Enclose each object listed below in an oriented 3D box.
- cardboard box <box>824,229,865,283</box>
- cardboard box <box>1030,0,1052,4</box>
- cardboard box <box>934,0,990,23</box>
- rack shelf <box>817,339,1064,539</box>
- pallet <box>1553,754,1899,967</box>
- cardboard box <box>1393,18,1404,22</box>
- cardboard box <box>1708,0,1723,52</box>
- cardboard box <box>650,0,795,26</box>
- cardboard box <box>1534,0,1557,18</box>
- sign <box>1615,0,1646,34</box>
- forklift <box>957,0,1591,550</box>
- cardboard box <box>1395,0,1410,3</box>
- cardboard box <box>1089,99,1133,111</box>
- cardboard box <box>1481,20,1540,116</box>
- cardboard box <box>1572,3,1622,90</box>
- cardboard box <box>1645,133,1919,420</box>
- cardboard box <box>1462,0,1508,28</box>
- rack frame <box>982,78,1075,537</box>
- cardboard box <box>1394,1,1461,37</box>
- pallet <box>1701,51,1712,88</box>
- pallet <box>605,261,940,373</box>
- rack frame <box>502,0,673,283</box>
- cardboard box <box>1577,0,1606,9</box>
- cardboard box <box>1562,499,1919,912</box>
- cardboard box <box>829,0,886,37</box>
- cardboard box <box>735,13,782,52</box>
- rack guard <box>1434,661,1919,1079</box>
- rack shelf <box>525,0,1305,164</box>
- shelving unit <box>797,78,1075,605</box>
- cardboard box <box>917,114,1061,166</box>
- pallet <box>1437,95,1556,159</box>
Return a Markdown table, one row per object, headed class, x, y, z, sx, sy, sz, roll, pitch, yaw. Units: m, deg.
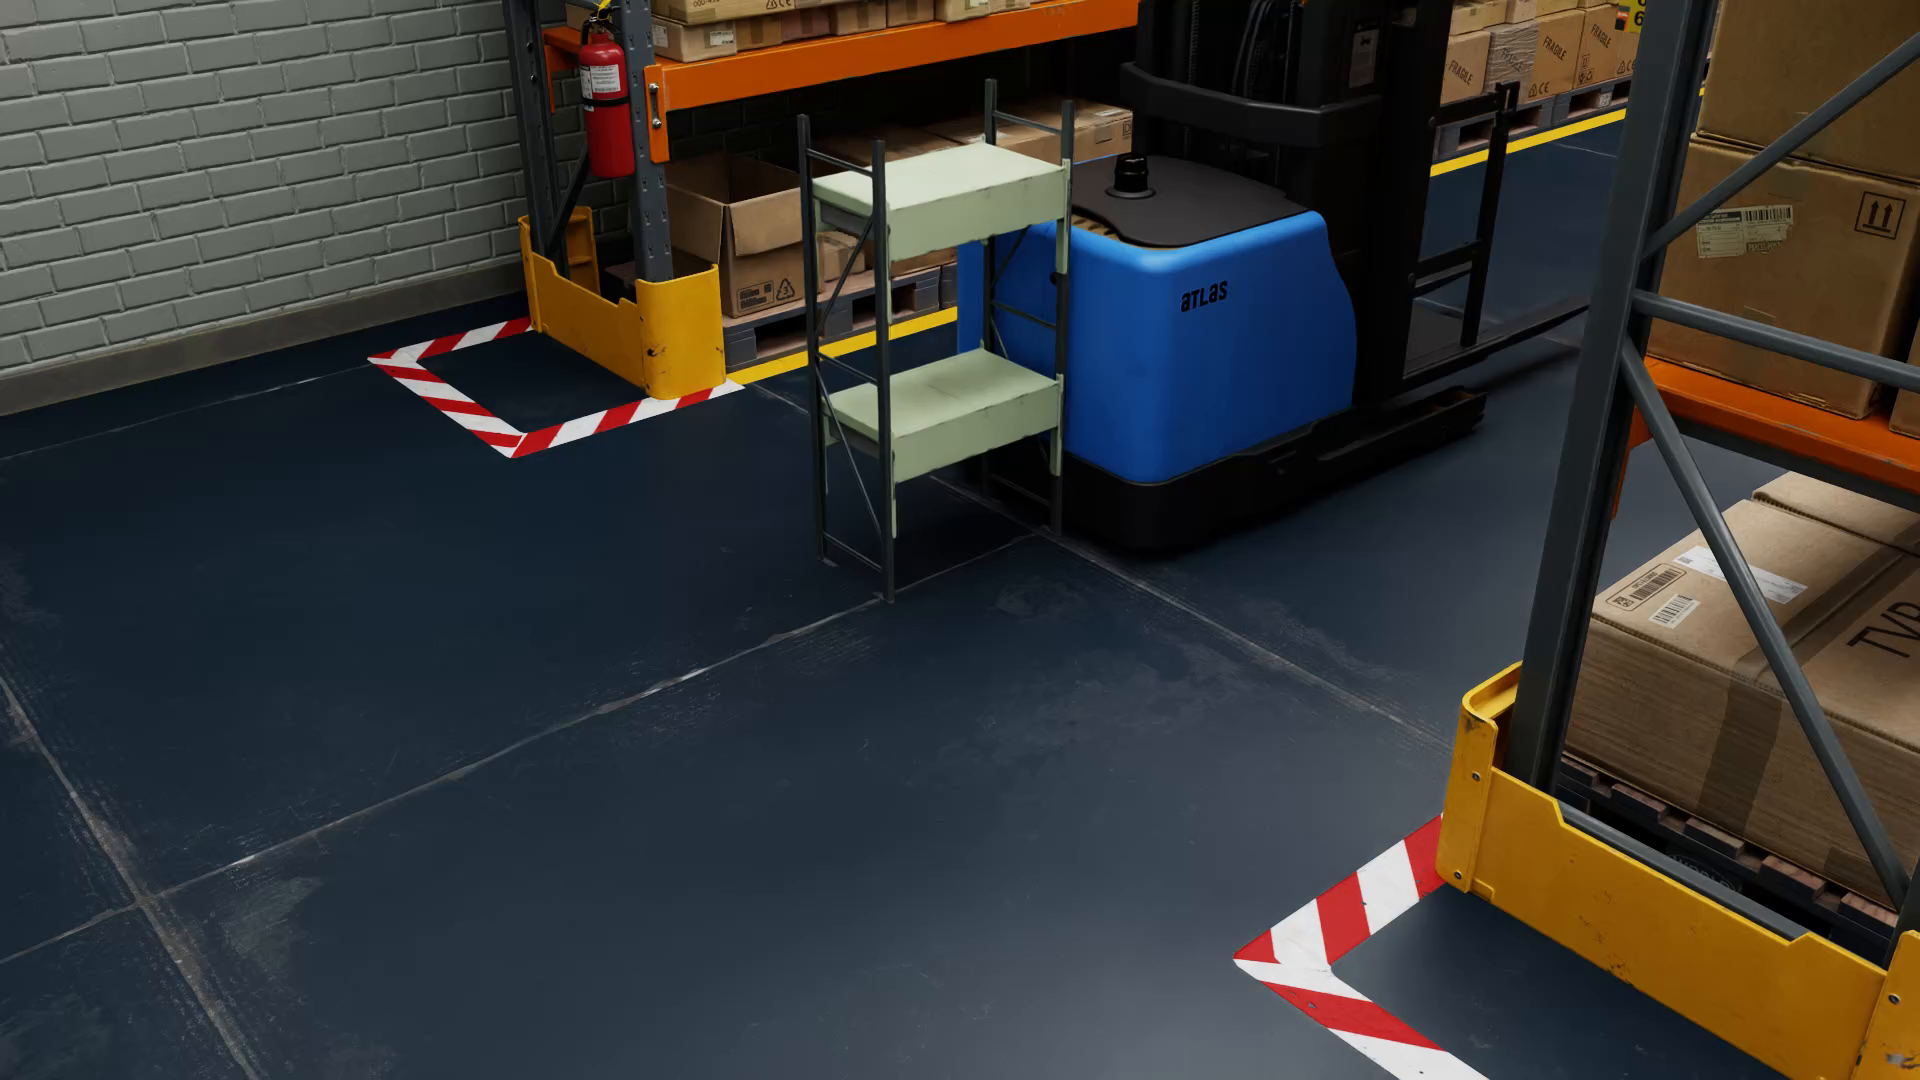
| class | x | y | z | sx | sy | sz | roll | pitch | yaw |
| --- | --- | --- | --- | --- | --- | --- | --- | --- | --- |
| cardboard box | -0.650 | -1.319 | 7.616 | 0.250 | 0.149 | 0.380 | -24 | 36 | -37 |
| cardboard box | 0.253 | -2.581 | 7.665 | 0.250 | 0.149 | 0.380 | -22 | 35 | -35 |
| cardboard box | -0.085 | -2.390 | 7.306 | 0.250 | 0.149 | 0.380 | -23 | 36 | -36 |
| rack shelf | -0.066 | -0.349 | 5.504 | 0.720 | 0.370 | 0.431 | -21 | 35 | -34 |
| pallet | 2.257 | 0.613 | 4.378 | 1.213 | 0.211 | 1.003 | -22 | 35 | -35 |
| cardboard box | 2.311 | -2.924 | 9.558 | 0.250 | 0.149 | 0.380 | -24 | 36 | -37 |
| cardboard box | 5.044 | -3.893 | 11.927 | 0.625 | 0.625 | 0.875 | -21 | 34 | -33 |
| cardboard box | -1.005 | -2.230 | 6.583 | 0.500 | 0.250 | 0.500 | -22 | 35 | -35 |
| cardboard box | 3.513 | -3.396 | 10.441 | 0.250 | 0.149 | 0.380 | -23 | 35 | -36 |
| sign | 1.357 | -1.158 | 3.254 | 0.005 | 0.325 | 0.100 | -22 | 35 | -35 |
| forklift | 1.431 | -1.822 | 6.050 | 3.031 | 2.935 | 1.130 | -21 | 35 | -34 |
| cardboard box | 2.567 | -3.342 | 10.340 | 0.250 | 0.149 | 0.380 | -21 | 35 | -34 |
| cardboard box | 0.862 | -2.228 | 9.144 | 0.500 | 0.311 | 0.500 | -20 | 34 | -33 |
| cardboard box | 3.211 | -2.970 | 10.332 | 0.500 | 0.500 | 0.500 | -23 | 36 | -37 |
| cardboard box | 3.991 | -3.297 | 10.943 | 0.500 | 0.500 | 0.500 | -23 | 35 | -36 |
| cardboard box | 1.894 | -0.630 | 3.641 | 0.500 | 0.500 | 0.500 | -22 | 35 | -35 |
| cardboard box | 3.102 | -3.244 | 10.156 | 0.250 | 0.149 | 0.380 | -22 | 35 | -35 |
| rack frame | 0.216 | -0.747 | 5.556 | 0.023 | 1.500 | 0.400 | -21 | 35 | -34 |
| cardboard box | 2.726 | -3.076 | 9.842 | 0.250 | 0.149 | 0.380 | -22 | 35 | -35 |
| pallet | 5.212 | -3.578 | 12.221 | 1.213 | 0.211 | 1.003 | -22 | 35 | -35 |
| pallet | -0.862 | -1.160 | 7.697 | 1.213 | 0.211 | 1.003 | -22 | 35 | -35 |
| rack frame | -1.525 | -2.122 | 6.539 | 0.127 | 3.000 | 1.000 | -22 | 35 | -35 |
| cardboard box | 3.933 | -3.537 | 10.705 | 0.250 | 0.149 | 0.380 | -23 | 36 | -36 |
| cardboard box | 2.136 | 0.363 | 4.161 | 0.875 | 0.438 | 0.875 | -23 | 36 | -37 |
| cardboard box | -0.524 | -2.256 | 7.056 | 0.250 | 0.149 | 0.380 | -21 | 34 | -33 |
| cardboard box | -0.934 | -2.108 | 6.779 | 0.250 | 0.149 | 0.380 | -21 | 35 | -34 |
| rack guard | 1.681 | 0.766 | 3.786 | 0.348 | 0.500 | 1.175 | -22 | 35 | -35 |
| rack shelf | -0.004 | -2.417 | 7.853 | 4.000 | 0.370 | 1.077 | -22 | 35 | -35 |
| shelving unit | -0.066 | -0.637 | 5.350 | 0.755 | 1.500 | 0.431 | -21 | 35 | -34 |
| cardboard box | 0.144 | -1.732 | 8.014 | 0.500 | 0.500 | 0.500 | -21 | 35 | -34 |
| pallet | 3.040 | -2.754 | 10.679 | 1.213 | 0.211 | 1.003 | -22 | 35 | -35 |
